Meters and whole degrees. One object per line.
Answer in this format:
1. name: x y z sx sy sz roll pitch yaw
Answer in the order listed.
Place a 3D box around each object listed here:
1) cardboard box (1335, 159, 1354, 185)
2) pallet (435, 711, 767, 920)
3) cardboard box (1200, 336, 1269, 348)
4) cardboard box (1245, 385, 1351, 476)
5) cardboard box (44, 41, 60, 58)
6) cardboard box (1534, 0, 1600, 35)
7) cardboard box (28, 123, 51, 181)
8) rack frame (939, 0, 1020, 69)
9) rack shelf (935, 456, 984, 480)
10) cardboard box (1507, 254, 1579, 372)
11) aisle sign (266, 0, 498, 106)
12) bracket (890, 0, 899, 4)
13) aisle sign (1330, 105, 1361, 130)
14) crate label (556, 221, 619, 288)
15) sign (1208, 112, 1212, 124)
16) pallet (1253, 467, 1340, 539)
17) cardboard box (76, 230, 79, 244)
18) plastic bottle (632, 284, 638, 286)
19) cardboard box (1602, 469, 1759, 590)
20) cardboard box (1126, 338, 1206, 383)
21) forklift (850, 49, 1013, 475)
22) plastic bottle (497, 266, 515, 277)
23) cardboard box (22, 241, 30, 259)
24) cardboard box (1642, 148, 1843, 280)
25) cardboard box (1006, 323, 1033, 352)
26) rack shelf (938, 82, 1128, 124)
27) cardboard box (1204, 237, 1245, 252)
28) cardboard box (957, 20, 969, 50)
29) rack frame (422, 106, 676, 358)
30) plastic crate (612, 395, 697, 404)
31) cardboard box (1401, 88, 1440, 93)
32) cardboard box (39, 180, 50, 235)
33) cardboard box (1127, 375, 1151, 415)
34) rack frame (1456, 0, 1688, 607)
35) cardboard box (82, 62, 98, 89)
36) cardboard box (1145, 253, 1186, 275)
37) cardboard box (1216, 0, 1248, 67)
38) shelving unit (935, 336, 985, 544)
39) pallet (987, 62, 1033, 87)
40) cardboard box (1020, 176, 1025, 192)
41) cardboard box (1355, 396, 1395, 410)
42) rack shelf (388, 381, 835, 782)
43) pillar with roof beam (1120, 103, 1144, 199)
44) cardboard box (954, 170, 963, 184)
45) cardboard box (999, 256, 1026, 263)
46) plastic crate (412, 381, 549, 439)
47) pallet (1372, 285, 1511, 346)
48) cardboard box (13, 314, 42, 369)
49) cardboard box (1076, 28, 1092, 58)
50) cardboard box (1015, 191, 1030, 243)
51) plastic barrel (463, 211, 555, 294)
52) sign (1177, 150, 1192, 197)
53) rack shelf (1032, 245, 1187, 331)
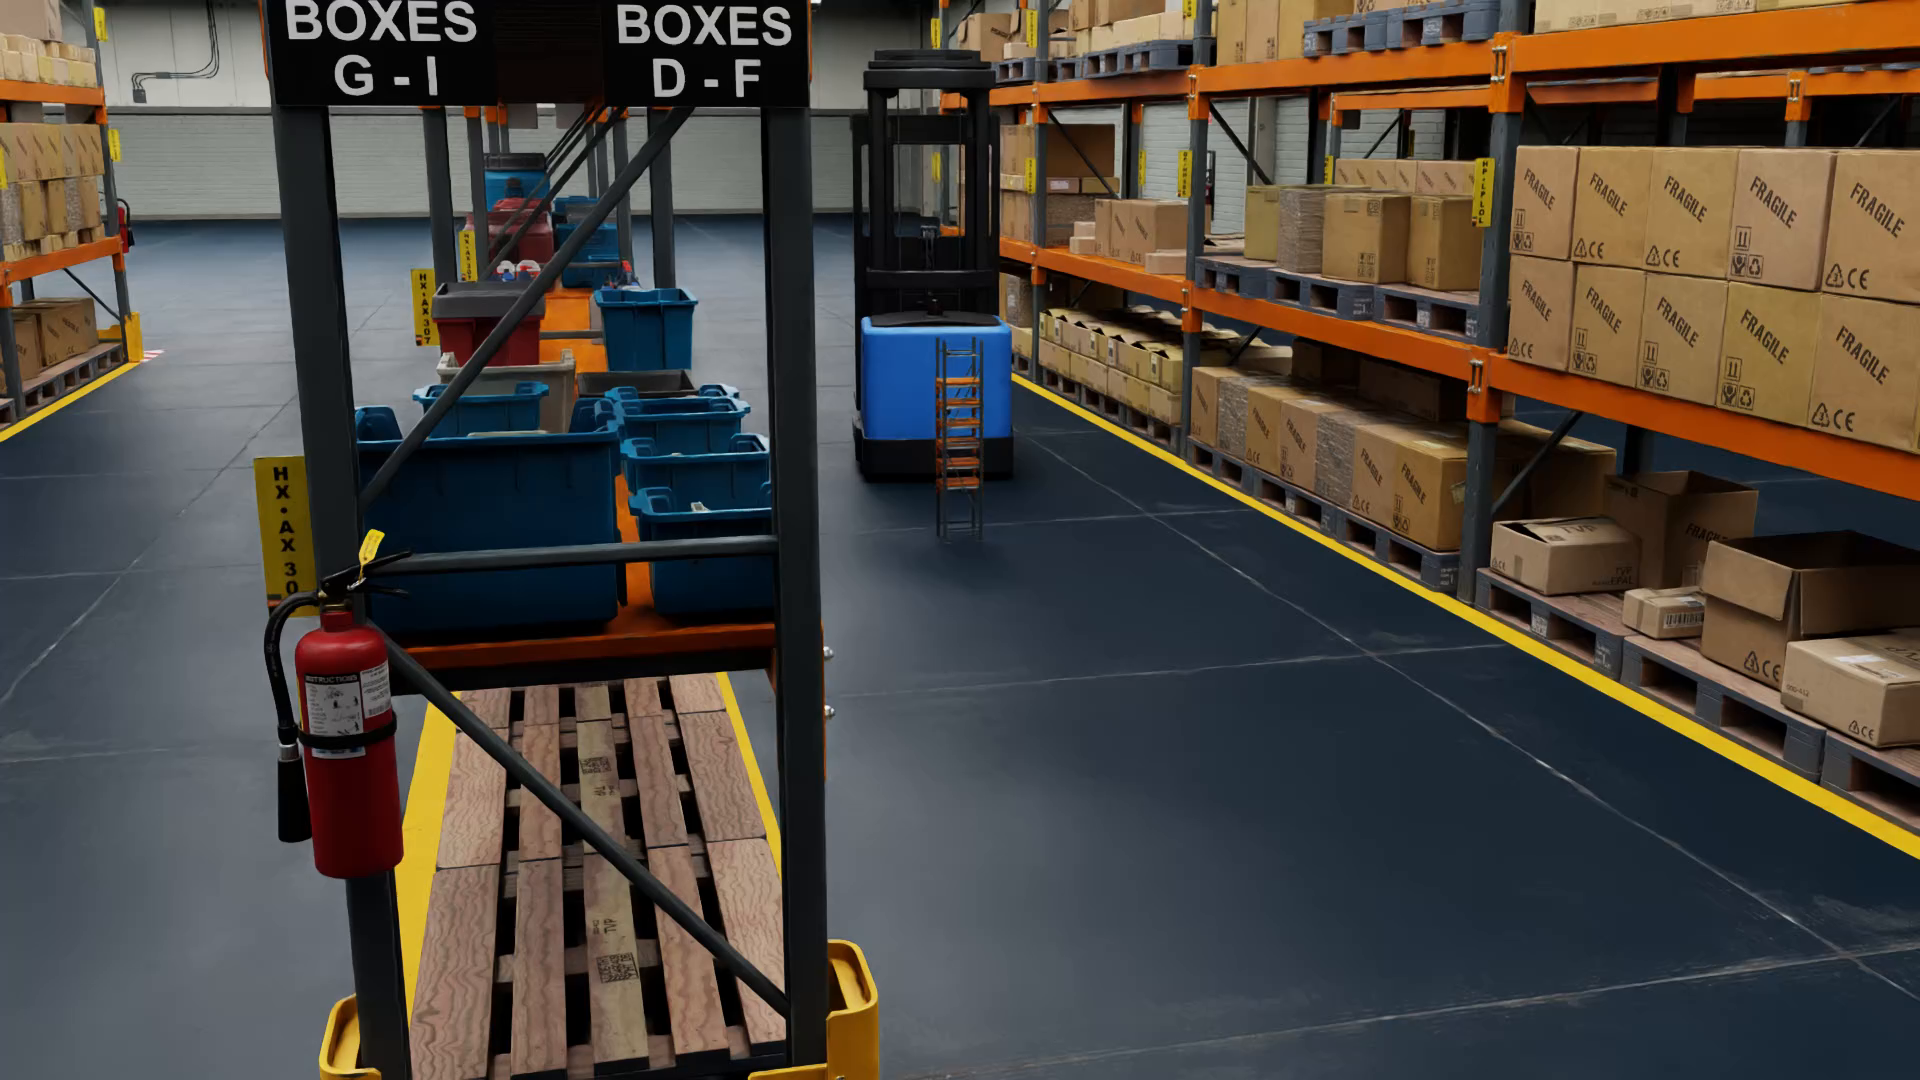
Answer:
1. cardboard box: 4.897 -4.378 20.219 0.500 0.500 0.500 -3 14 -13
2. pallet: -1.234 0.921 5.712 1.003 0.211 1.213 -3 14 -13
3. cardboard box: 2.173 -1.480 13.390 0.500 0.311 0.500 -4 14 -15
4. cardboard box: 2.212 -0.723 10.906 0.500 0.500 0.500 -3 14 -14
5. cardboard box: -8.700 -4.606 15.615 0.380 0.149 0.250 -4 14 -16
6. cardboard box: 2.955 -2.417 7.494 0.500 0.250 0.500 -3 14 -13
7. cardboard box: -8.522 -3.480 14.906 0.500 0.500 0.500 -3 14 -13
8. rack frame: 0.263 -6.841 18.967 1.000 3.000 0.127 -3 14 -13
9. rack shelf: -0.003 -0.426 9.837 0.258 0.103 0.180 -3 14 -13
10. cardboard box: 2.936 -1.074 7.792 0.500 0.500 0.500 -3 14 -12
11. aisle sign: -1.063 -1.190 3.001 0.394 0.787 0.004 -3 14 -13
12. bracket: -1.963 -16.297 50.086 0.235 0.232 0.430 -3 14 -13
13. aisle sign: 4.769 -5.466 20.503 0.394 0.787 0.004 -3 14 -13
14. crate label: -2.644 -2.067 11.994 0.502 0.435 0.616 -3 14 -13
15. sign: 4.225 -7.180 28.112 0.001 0.298 0.199 -3 14 -13
16. pallet: 2.563 -0.271 10.592 1.003 0.211 1.213 -3 14 -13
17. cardboard box: -8.871 -2.968 16.284 0.380 0.149 0.250 -3 14 -13
18. plastic bottle: -1.746 -1.244 8.969 0.097 0.271 0.097 0 14 0
19. cardboard box: 3.491 -0.042 8.119 0.500 0.500 0.500 -3 14 -13
20. cardboard box: 1.651 -1.448 13.262 0.500 0.311 0.500 -4 14 -14
21. forklift: -0.270 -2.178 12.664 1.130 2.935 3.031 -1 14 -5
22. plastic bottle: -2.778 -1.521 10.093 0.152 0.276 0.135 -3 14 -13
23. cardboard box: -8.318 -2.511 14.415 0.380 0.149 0.250 -3 14 -13
24. cardboard box: 3.160 -1.330 6.735 0.500 0.500 0.500 -4 14 -15
25. cardboard box: 0.773 -2.083 17.040 0.500 0.250 0.500 -3 14 -13
26. rack shelf: 0.732 -4.573 17.519 1.077 0.370 4.000 -3 14 -13
27. cardboard box: 2.099 -2.124 12.488 0.500 0.311 0.500 -2 14 -10
28. cardboard box: 0.394 -5.573 18.700 0.797 0.503 0.637 -2 14 -9
29. rack frame: -1.735 -0.883 7.221 1.000 3.000 0.127 -3 14 -13
30. plastic crate: -1.033 -0.399 5.669 0.293 0.136 0.466 -3 14 -13
31. cardboard box: 5.276 -5.260 18.563 0.500 0.500 0.500 -2 14 -10
32. cardboard box: -8.772 -2.980 14.966 0.875 0.500 0.500 -3 14 -13
33. cardboard box: 1.657 -1.176 13.328 0.500 0.250 0.500 -3 14 -14
34. rack frame: 3.081 -1.158 8.347 1.000 3.000 0.127 -3 14 -13
35. cardboard box: -9.007 -4.662 16.686 0.500 0.250 0.500 -3 14 -12
36. cardboard box: 1.662 -2.151 12.940 0.380 0.149 0.250 -3 14 -13
37. cardboard box: 2.277 -3.488 11.352 0.910 0.500 0.500 -3 14 -13
38. shelving unit: -0.003 -0.586 9.798 0.258 1.200 0.189 -3 14 -13
39. pallet: 0.694 -4.894 17.505 1.003 0.211 1.213 -3 14 -13
40. cardboard box: 0.810 -3.536 16.501 0.380 0.149 0.250 -4 14 -15
41. cardboard box: 2.840 -0.638 10.556 0.500 0.500 0.500 -4 14 -15
42. rack shelf: -1.265 -0.072 5.418 1.077 0.370 4.000 -3 14 -13
43. pillar with roof beam: -0.921 -9.533 29.986 9.100 9.000 0.400 -3 14 -13
44. cardboard box: 0.146 -4.188 19.170 0.380 0.149 0.250 -3 14 -14
45. cardboard box: 0.678 -3.052 19.428 0.500 0.500 0.500 -3 14 -13
46. plastic crate: -1.527 -0.367 5.337 0.416 0.233 0.300 -3 14 -13
47. pallet: 3.000 -1.255 9.150 1.003 0.211 1.213 -3 14 -13
48. cardboard box: -8.847 -1.807 15.386 0.500 0.500 0.500 -5 14 -18
49. cardboard box: 1.338 -4.449 14.929 0.500 0.250 0.500 -2 14 -7
50. cardboard box: 0.962 -3.276 16.804 0.700 0.500 0.500 -3 14 -14
51. plastic barrel: -3.078 -1.962 11.351 0.600 0.536 0.708 -3 14 -13
52. sign: 1.603 -2.612 11.857 0.100 0.325 0.005 -3 14 -13
53. rack shelf: 1.672 -2.193 14.098 1.077 0.370 4.000 -3 14 -13
